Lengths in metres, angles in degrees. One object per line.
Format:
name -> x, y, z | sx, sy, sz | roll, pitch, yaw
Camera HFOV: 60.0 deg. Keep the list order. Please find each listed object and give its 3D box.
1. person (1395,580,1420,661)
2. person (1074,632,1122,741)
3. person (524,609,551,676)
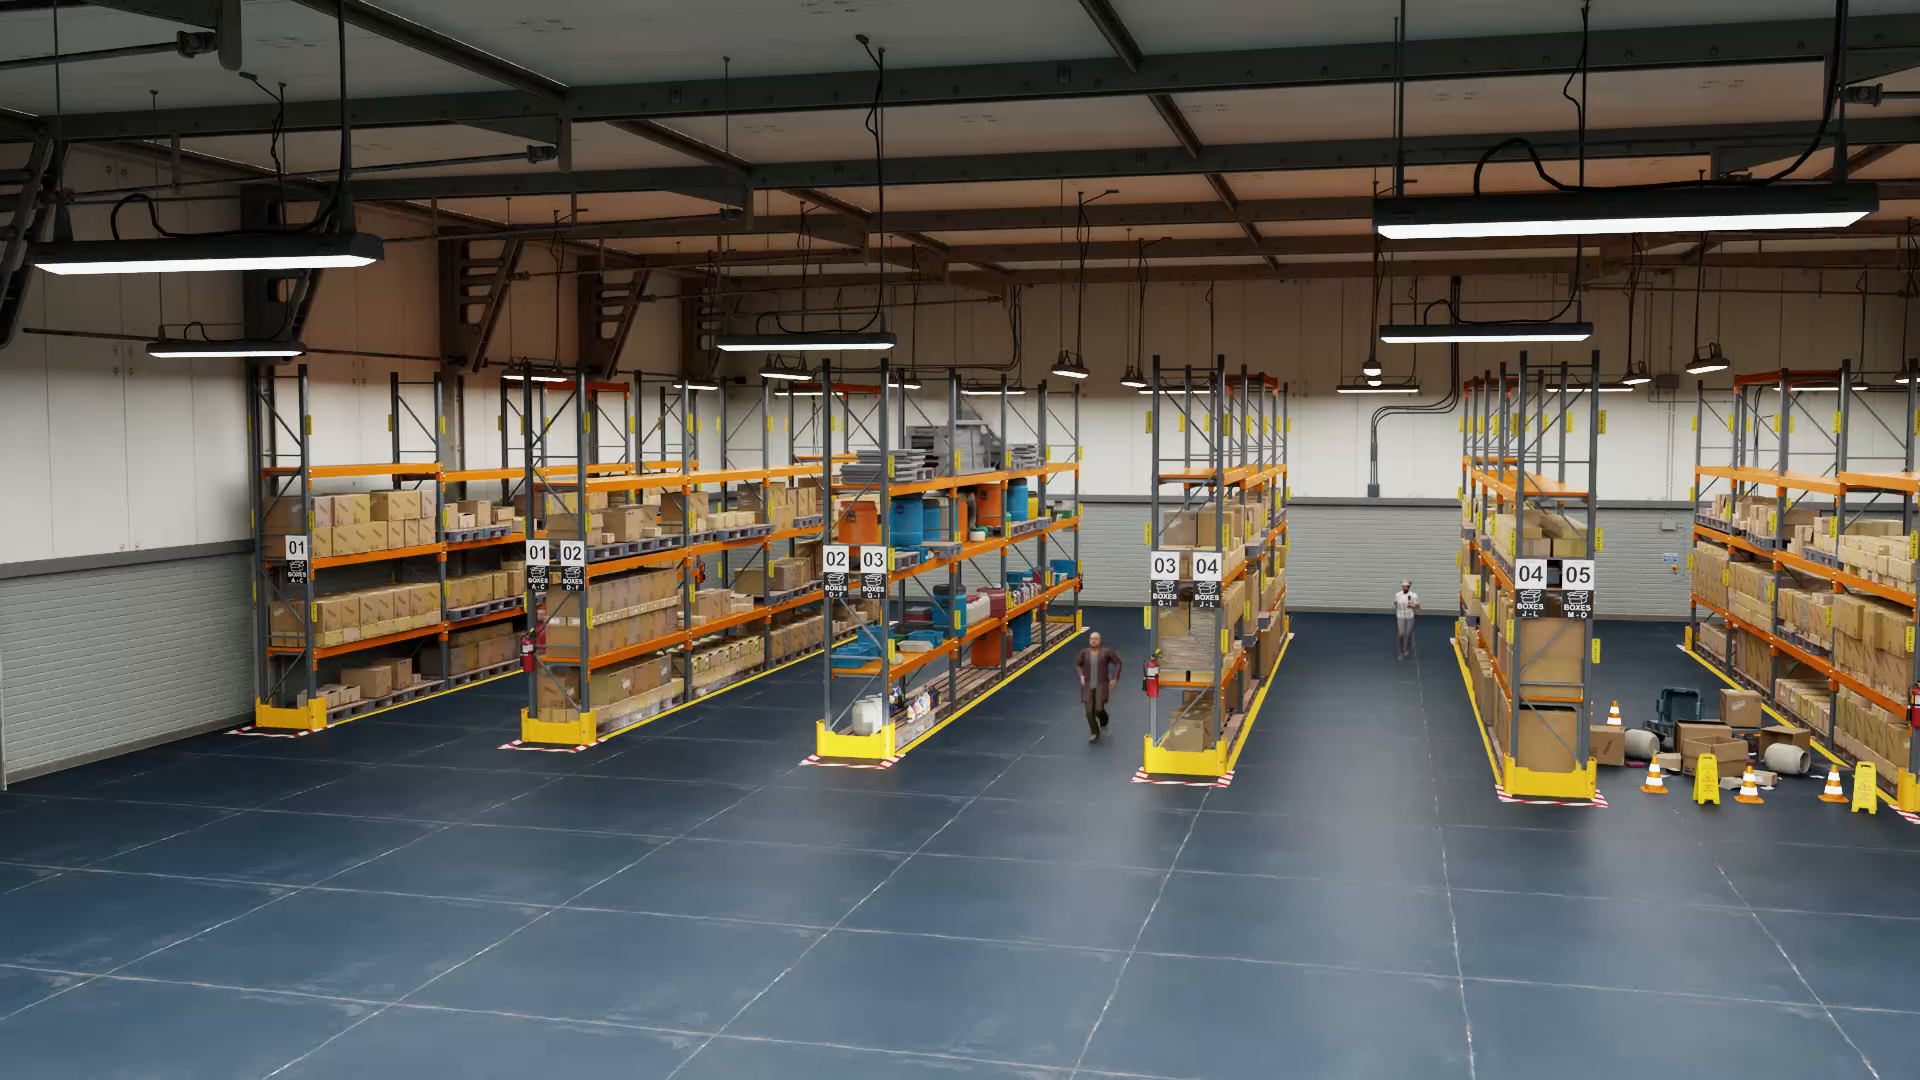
person -> 9.578, 1.716, 35.636 | 0.548, 1.765, 0.764 | 1, 4, 19
person -> 2.150, 2.322, 26.263 | 0.738, 1.737, 0.655 | 1, 4, 17
person -> -7.453, 2.117, 29.591 | 0.640, 1.775, 0.727 | 0, 4, 6
